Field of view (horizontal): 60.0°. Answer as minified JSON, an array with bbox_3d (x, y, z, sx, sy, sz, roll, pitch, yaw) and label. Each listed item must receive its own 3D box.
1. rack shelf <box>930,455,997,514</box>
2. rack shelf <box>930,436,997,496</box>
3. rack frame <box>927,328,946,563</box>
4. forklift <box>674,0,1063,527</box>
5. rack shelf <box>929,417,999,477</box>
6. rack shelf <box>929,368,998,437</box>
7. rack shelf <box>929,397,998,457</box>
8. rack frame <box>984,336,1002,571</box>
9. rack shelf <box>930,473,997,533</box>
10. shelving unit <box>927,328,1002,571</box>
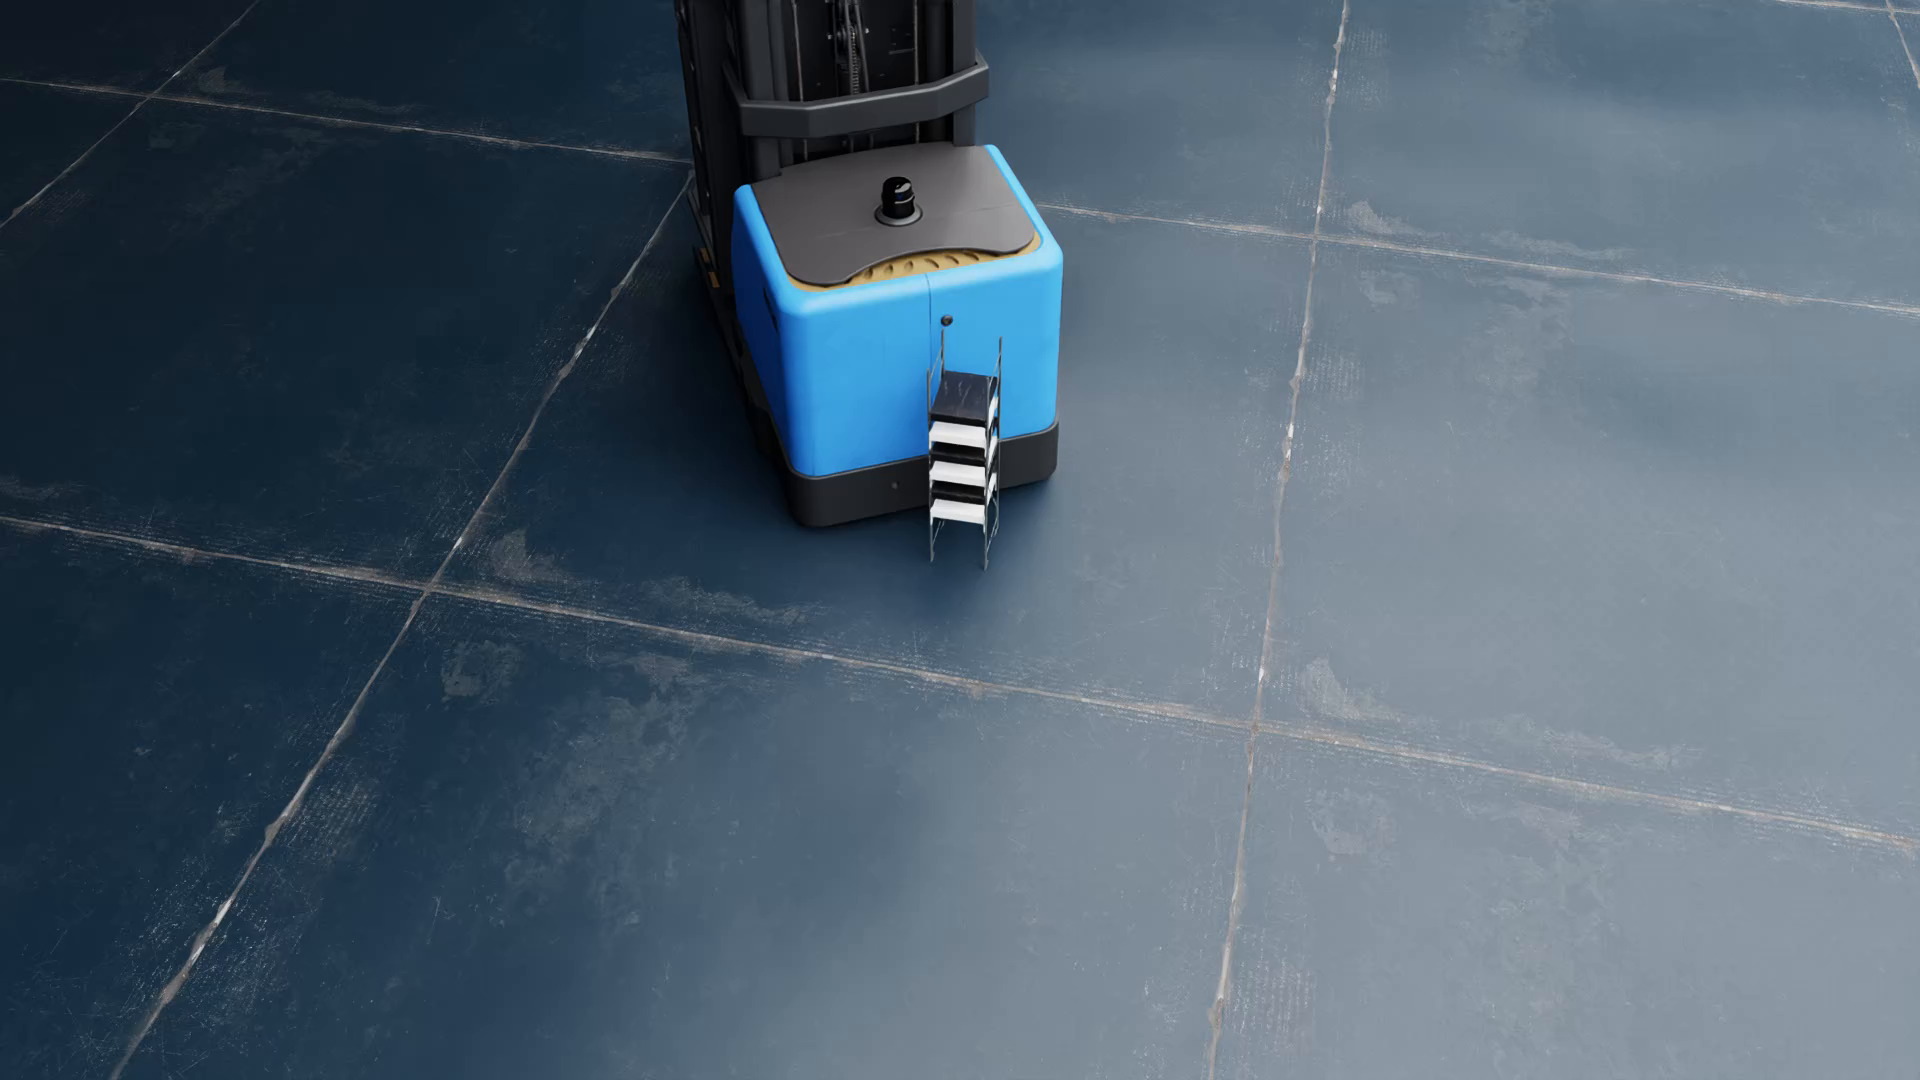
[{"bbox_3d":[0.017,-0.217,6.004,0.200,0.077,0.258,8,45,9],"label":"rack shelf"},{"bbox_3d":[0.017,-0.282,5.942,0.200,0.077,0.258,8,45,9],"label":"rack shelf"},{"bbox_3d":[-0.083,-0.321,5.934,0.006,0.900,0.240,8,45,9],"label":"rack frame"},{"bbox_3d":[-0.552,-2.145,6.365,1.130,2.935,3.031,-12,45,-12],"label":"forklift"},{"bbox_3d":[0.017,-0.347,5.880,0.200,0.077,0.258,8,45,9],"label":"rack shelf"},{"bbox_3d":[0.017,-0.476,5.755,0.200,0.077,0.258,8,45,9],"label":"rack shelf"},{"bbox_3d":[0.017,-0.412,5.817,0.200,0.077,0.258,8,45,9],"label":"rack shelf"},{"bbox_3d":[0.116,-0.291,5.904,0.006,0.900,0.240,8,45,9],"label":"rack frame"},{"bbox_3d":[0.017,-0.152,6.067,0.200,0.077,0.258,8,45,9],"label":"rack shelf"},{"bbox_3d":[0.017,-0.306,5.919,0.210,0.900,0.258,8,45,9],"label":"shelving unit"}]
